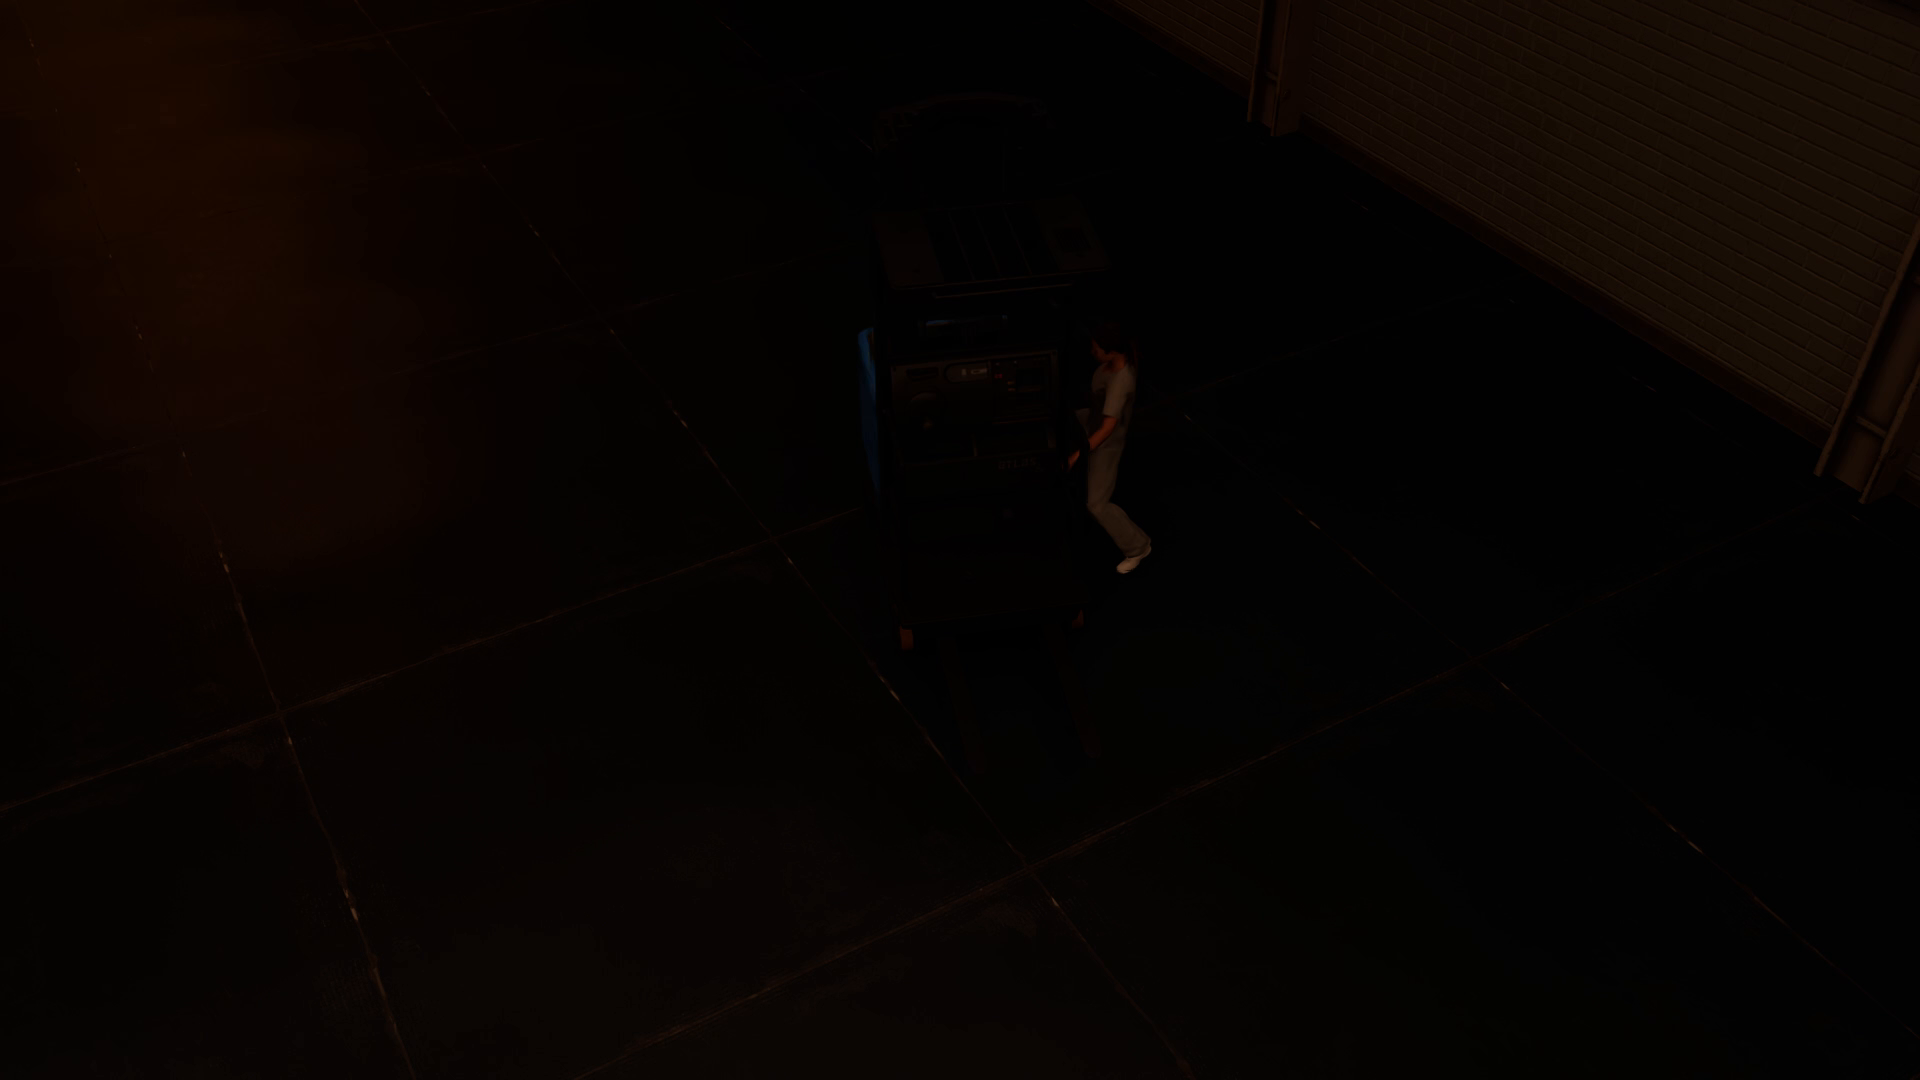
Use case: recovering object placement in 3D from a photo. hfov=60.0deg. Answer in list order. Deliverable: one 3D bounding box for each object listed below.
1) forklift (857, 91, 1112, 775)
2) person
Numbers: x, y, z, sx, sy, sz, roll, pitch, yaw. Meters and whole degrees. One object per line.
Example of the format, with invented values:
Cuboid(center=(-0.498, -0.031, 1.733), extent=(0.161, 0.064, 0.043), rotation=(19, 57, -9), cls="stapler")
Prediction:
Cuboid(center=(0.126, -0.743, 8.932), extent=(1.130, 2.935, 3.031), rotation=(-7, 40, -8), cls="forklift")
Cuboid(center=(0.845, -0.636, 9.929), extent=(0.702, 1.552, 0.870), rotation=(4, 40, 4), cls="person")
